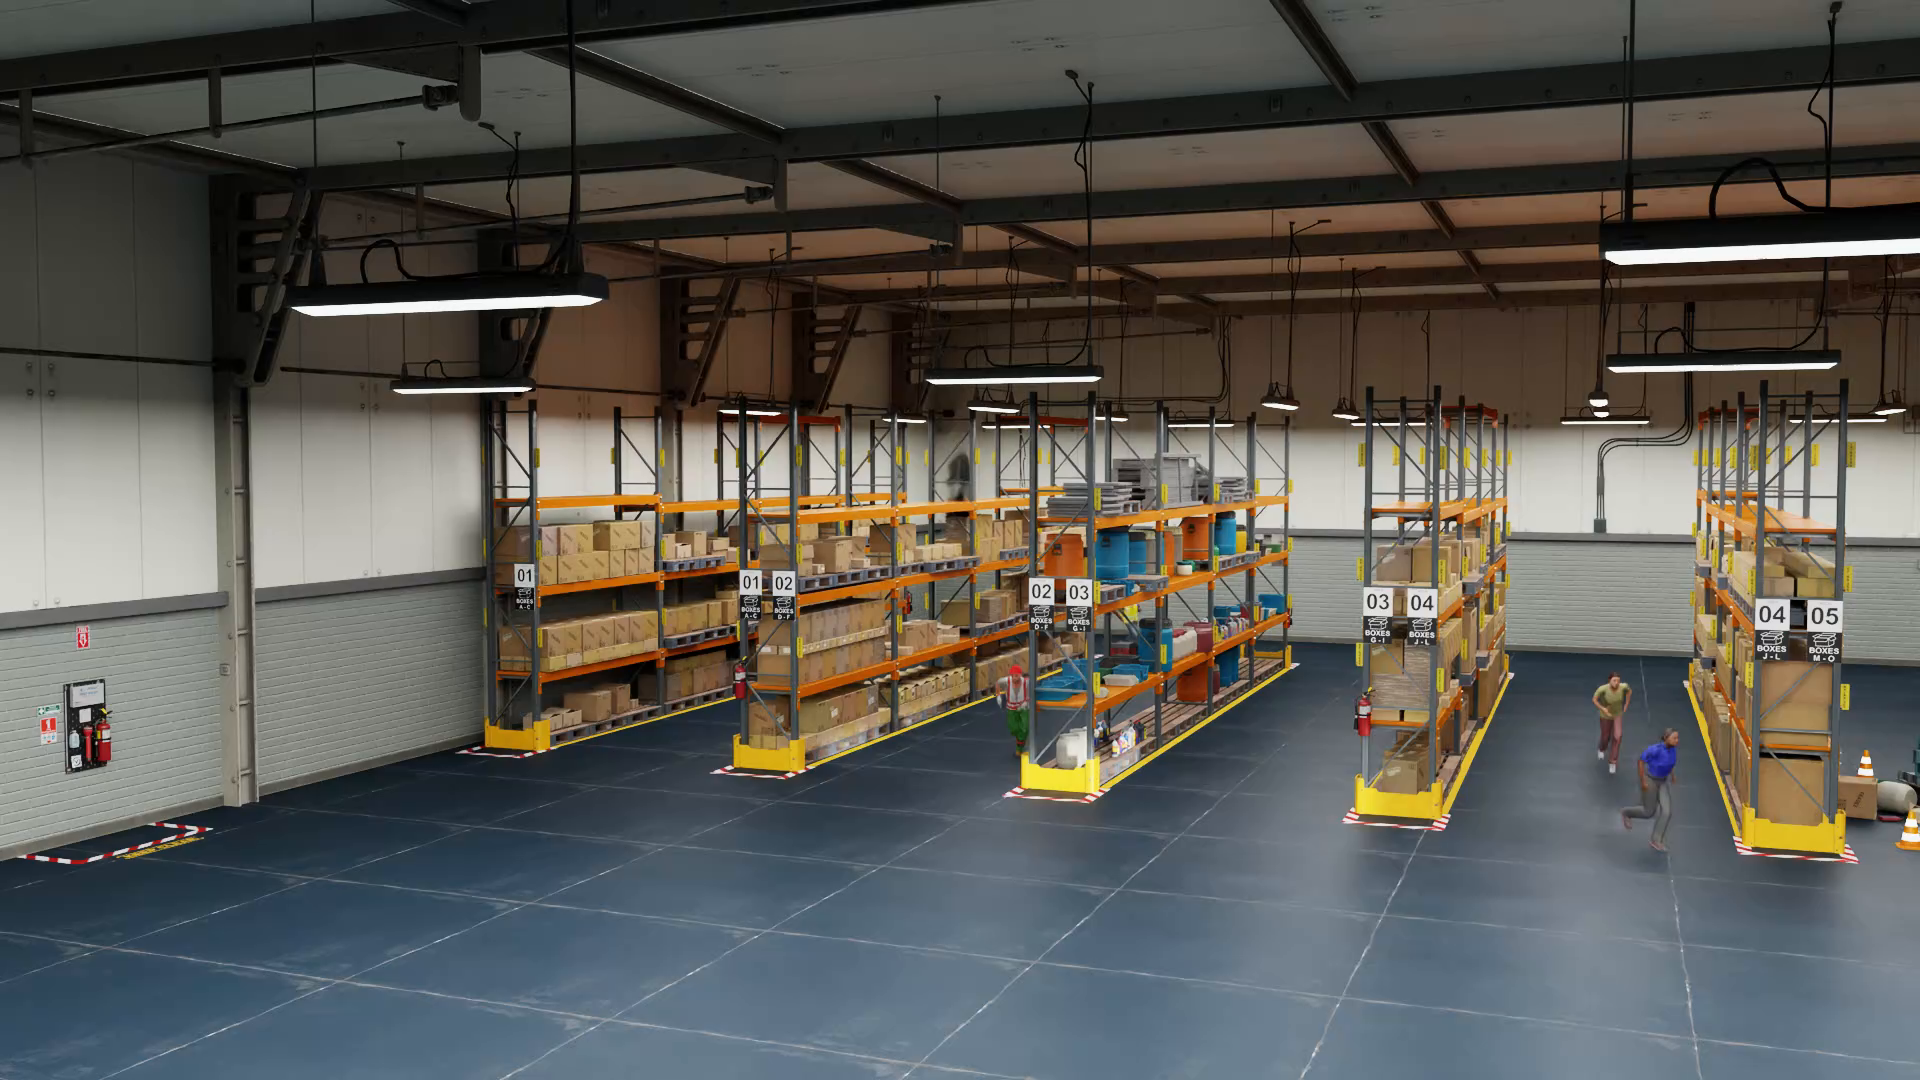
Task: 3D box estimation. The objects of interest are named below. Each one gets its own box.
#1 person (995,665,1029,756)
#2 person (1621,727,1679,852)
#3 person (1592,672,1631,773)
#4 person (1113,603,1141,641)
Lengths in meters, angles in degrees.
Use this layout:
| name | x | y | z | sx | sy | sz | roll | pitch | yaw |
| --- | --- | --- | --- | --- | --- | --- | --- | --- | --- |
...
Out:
| name | x | y | z | sx | sy | sz | roll | pitch | yaw |
| --- | --- | --- | --- | --- | --- | --- | --- | --- | --- |
| person | 0.917 | 2.845 | 27.703 | 0.693 | 1.586 | 0.833 | 0 | 3 | 8 |
| person | 8.921 | 3.184 | 21.476 | 0.575 | 1.595 | 0.844 | -2 | 3 | -29 |
| person | 10.501 | 2.906 | 26.884 | 0.614 | 1.605 | 1.004 | 0 | 3 | 6 |
| person | 4.284 | 2.070 | 41.858 | 0.721 | 1.760 | 0.814 | -2 | 4 | -37 |
